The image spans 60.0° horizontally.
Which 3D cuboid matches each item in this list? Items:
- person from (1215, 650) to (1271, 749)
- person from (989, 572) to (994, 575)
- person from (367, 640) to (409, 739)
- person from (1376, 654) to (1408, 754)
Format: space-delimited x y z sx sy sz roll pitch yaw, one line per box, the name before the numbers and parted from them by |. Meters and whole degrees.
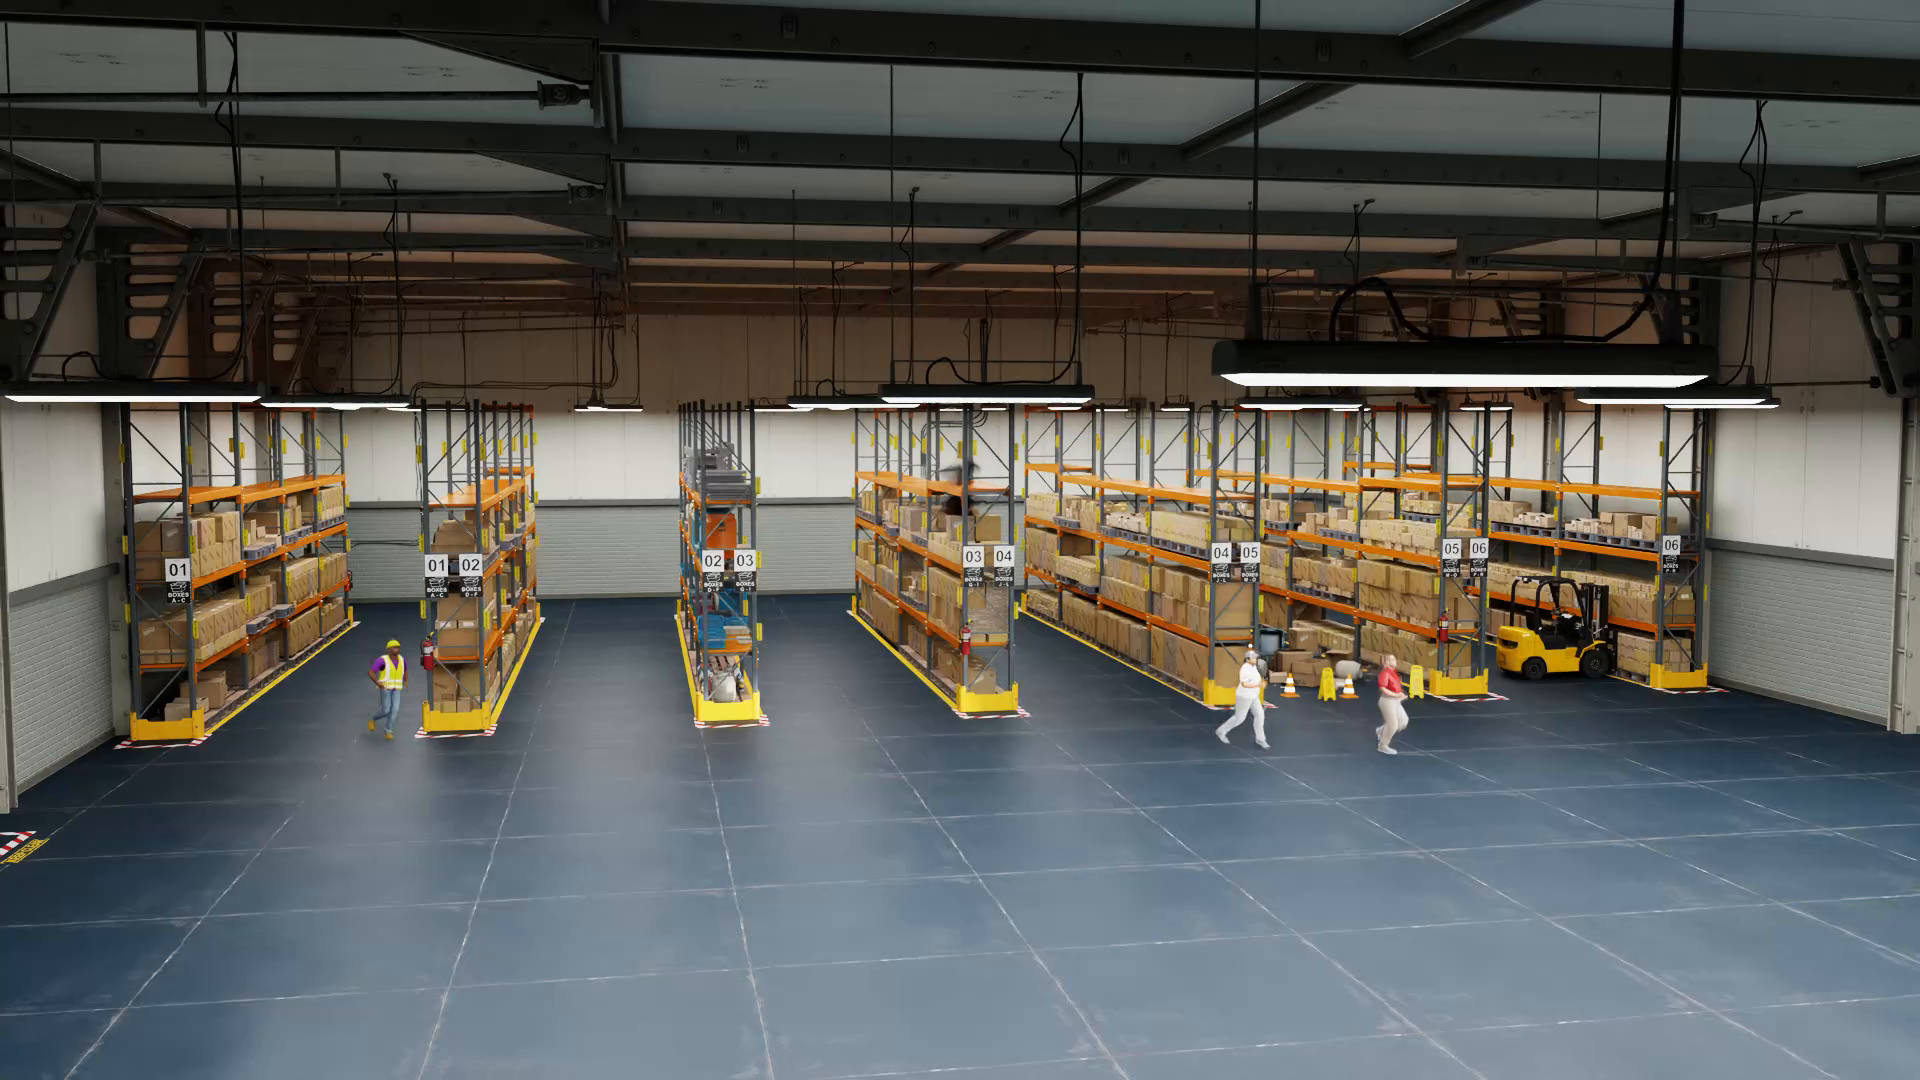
person | 4.902 2.736 28.635 0.930 1.697 0.614 3 5 32
person | 0.986 1.348 46.393 0.733 1.735 0.807 0 4 -2
person | -10.104 2.640 29.568 0.782 1.710 0.757 4 6 43
person | 7.297 2.766 28.104 0.594 1.686 0.660 3 5 32
